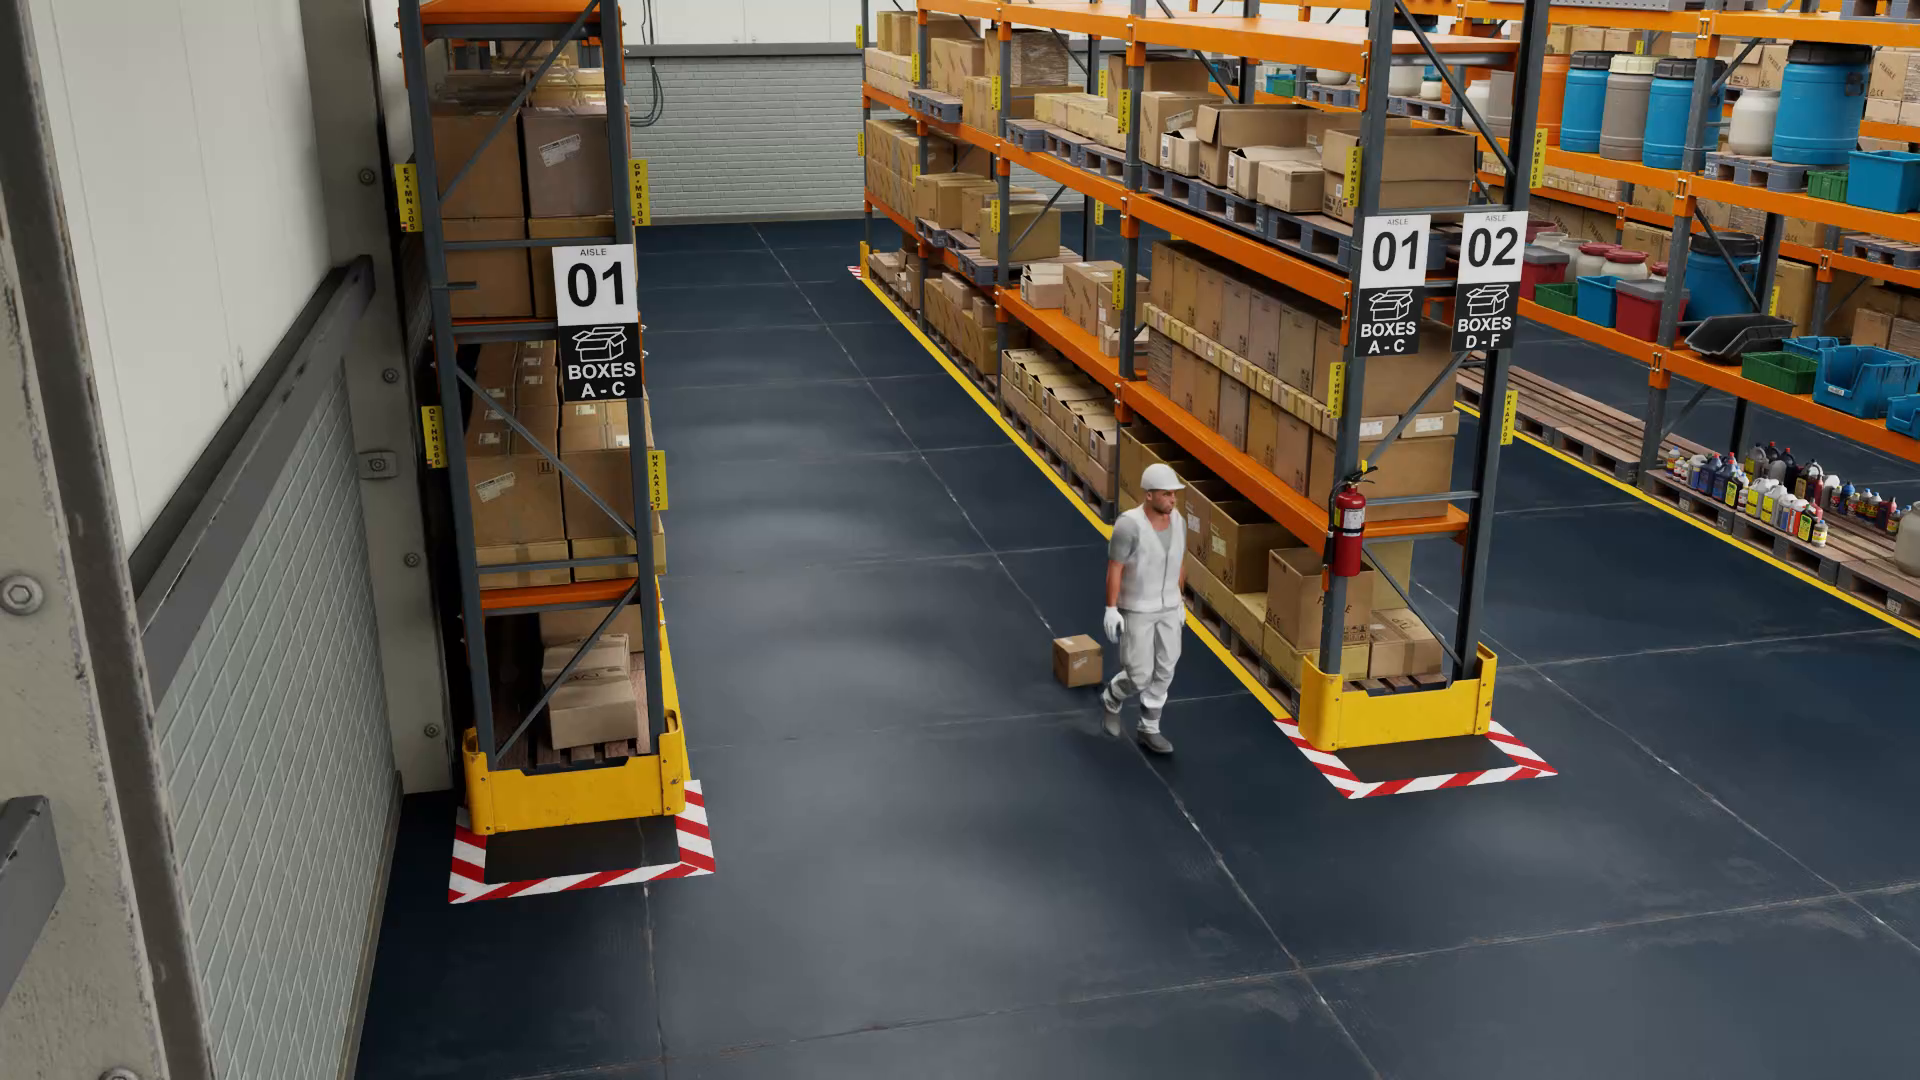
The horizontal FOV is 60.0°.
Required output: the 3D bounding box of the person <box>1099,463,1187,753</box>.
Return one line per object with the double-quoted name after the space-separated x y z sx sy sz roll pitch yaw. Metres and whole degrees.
1.080 0.395 9.824 0.585 1.779 0.502 -11 22 -29 "person"
